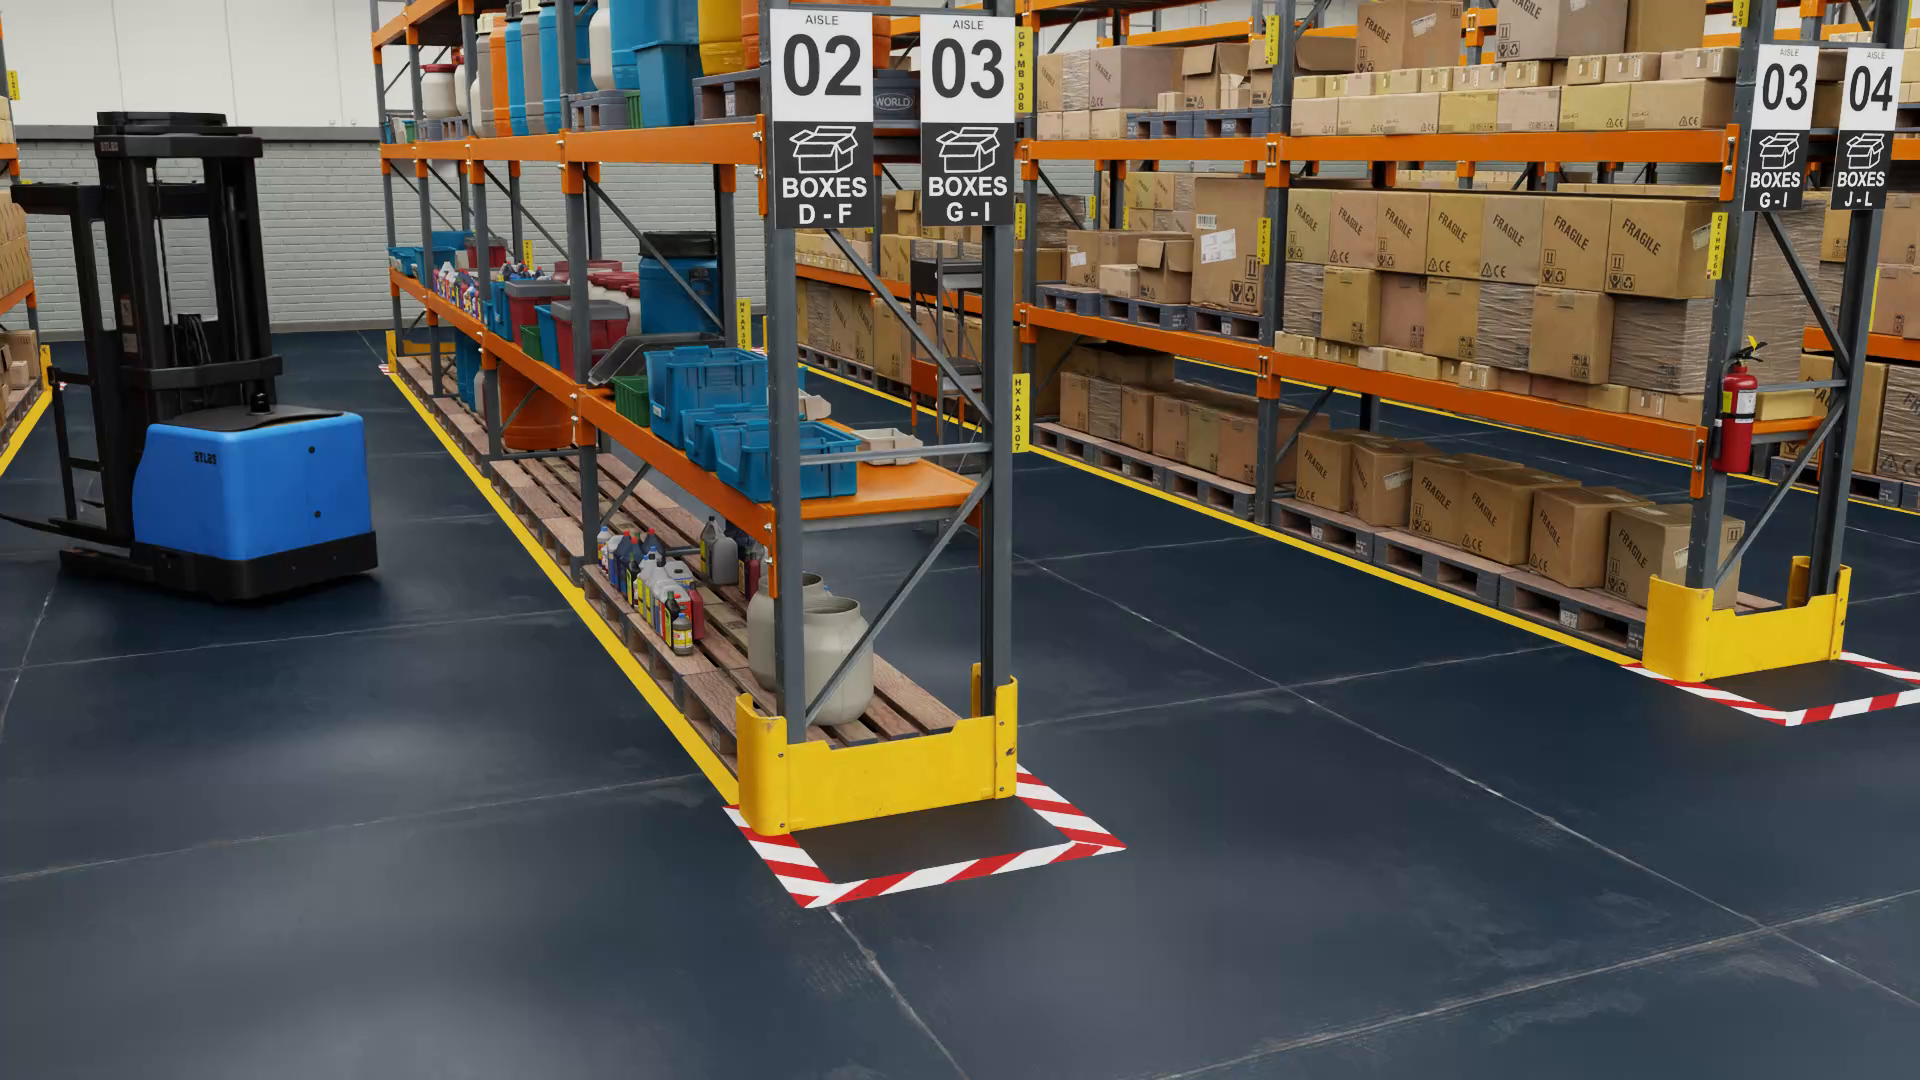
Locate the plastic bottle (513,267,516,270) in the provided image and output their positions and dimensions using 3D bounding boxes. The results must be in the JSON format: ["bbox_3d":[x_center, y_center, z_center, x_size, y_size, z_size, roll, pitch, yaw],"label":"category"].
[{"bbox_3d":[-4.473,-2.630,16.855,0.152,0.276,0.135,-6,14,-23],"label":"plastic bottle"}]

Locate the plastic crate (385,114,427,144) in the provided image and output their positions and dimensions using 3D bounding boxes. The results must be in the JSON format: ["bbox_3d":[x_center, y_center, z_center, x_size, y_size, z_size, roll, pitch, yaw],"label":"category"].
[{"bbox_3d":[-6.315,-4.735,19.161,0.504,0.338,0.767,-6,14,-23],"label":"plastic crate"}]

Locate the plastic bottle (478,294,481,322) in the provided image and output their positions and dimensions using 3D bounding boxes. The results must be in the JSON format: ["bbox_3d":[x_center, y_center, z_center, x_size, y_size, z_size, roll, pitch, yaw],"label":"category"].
[{"bbox_3d":[-4.024,-1.980,14.030,0.061,0.283,0.133,-6,14,-23],"label":"plastic bottle"}]

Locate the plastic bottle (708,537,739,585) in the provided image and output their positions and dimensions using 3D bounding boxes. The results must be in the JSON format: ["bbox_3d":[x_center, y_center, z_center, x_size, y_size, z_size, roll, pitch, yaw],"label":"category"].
[{"bbox_3d":[-1.395,0.113,9.795,0.152,0.276,0.135,-6,14,-23],"label":"plastic bottle"}]

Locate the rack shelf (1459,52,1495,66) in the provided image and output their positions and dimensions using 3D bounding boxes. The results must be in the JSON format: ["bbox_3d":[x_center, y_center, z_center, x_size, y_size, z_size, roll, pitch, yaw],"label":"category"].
[{"bbox_3d":[7.744,-6.951,24.429,1.077,0.370,4.000,-6,14,-23],"label":"rack shelf"}]

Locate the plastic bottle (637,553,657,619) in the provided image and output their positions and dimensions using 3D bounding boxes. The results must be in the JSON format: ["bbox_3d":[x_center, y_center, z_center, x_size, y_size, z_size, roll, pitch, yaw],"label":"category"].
[{"bbox_3d":[-1.679,0.242,9.070,0.144,0.351,0.185,-6,14,-23],"label":"plastic bottle"}]

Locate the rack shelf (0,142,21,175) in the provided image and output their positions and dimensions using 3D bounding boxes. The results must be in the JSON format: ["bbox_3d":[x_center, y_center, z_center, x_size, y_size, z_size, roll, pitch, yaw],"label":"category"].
[{"bbox_3d":[-10.414,-3.895,16.992,1.077,0.370,4.000,-6,14,-23],"label":"rack shelf"}]

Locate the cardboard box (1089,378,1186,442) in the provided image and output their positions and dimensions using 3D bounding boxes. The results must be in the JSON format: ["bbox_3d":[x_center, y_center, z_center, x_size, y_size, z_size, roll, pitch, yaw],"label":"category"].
[{"bbox_3d":[1.588,-1.185,14.907,0.700,0.500,0.500,-7,15,-28],"label":"cardboard box"}]

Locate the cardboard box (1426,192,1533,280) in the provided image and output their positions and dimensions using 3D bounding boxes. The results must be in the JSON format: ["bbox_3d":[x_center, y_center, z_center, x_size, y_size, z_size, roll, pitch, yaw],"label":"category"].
[{"bbox_3d":[3.229,-1.869,10.192,0.500,0.500,0.500,-6,14,-23],"label":"cardboard box"}]

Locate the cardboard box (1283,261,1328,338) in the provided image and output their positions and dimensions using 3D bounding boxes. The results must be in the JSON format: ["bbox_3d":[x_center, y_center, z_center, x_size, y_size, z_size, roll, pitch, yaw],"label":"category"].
[{"bbox_3d":[2.793,-1.708,11.714,0.875,0.500,0.500,-6,14,-23],"label":"cardboard box"}]

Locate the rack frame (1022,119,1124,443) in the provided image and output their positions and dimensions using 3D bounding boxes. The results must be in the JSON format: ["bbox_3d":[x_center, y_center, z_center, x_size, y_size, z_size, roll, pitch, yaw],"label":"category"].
[{"bbox_3d":[1.067,-2.439,15.755,1.000,3.000,0.127,-6,14,-23],"label":"rack frame"}]

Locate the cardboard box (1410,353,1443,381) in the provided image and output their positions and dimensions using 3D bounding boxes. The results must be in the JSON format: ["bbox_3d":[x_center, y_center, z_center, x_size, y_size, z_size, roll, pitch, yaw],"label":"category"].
[{"bbox_3d":[3.093,-1.110,10.570,0.380,0.149,0.250,-6,14,-23],"label":"cardboard box"}]

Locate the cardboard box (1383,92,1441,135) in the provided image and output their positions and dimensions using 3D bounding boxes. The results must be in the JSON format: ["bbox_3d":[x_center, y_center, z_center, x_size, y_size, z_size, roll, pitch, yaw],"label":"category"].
[{"bbox_3d":[3.021,-2.672,10.444,0.500,0.250,0.500,-6,14,-25],"label":"cardboard box"}]

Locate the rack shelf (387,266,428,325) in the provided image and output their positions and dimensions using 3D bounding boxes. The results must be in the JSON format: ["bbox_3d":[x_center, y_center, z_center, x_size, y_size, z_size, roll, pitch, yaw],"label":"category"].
[{"bbox_3d":[-5.874,-2.881,19.260,1.077,0.370,4.000,-6,14,-23],"label":"rack shelf"}]

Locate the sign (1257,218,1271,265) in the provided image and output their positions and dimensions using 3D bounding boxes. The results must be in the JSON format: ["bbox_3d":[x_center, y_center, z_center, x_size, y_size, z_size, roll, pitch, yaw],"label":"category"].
[{"bbox_3d":[2.163,-2.126,11.834,0.100,0.325,0.005,-6,14,-23],"label":"sign"}]

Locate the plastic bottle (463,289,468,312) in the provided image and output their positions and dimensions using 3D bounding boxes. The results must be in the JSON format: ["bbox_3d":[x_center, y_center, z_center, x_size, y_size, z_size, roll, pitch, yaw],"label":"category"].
[{"bbox_3d":[-4.419,-2.154,14.964,0.097,0.201,0.097,0,13,0],"label":"plastic bottle"}]

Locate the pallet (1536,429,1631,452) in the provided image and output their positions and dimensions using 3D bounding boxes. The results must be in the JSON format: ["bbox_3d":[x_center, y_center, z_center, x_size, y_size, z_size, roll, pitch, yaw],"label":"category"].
[{"bbox_3d":[6.384,-1.086,16.095,1.003,0.211,1.213,-6,14,-23],"label":"pallet"}]

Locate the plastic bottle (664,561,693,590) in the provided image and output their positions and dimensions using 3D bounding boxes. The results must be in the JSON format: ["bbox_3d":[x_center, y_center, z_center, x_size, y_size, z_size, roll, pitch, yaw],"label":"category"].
[{"bbox_3d":[-1.554,0.260,9.159,0.152,0.276,0.135,-6,14,-23],"label":"plastic bottle"}]

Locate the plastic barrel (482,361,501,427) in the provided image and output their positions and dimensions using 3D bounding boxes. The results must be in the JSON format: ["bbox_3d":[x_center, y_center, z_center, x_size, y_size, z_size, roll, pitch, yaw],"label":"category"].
[{"bbox_3d":[-4.135,-1.354,15.485,0.600,0.588,0.708,-6,14,-23],"label":"plastic barrel"}]

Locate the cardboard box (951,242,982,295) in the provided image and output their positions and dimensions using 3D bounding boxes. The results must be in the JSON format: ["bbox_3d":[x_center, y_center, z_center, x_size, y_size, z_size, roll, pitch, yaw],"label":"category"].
[{"bbox_3d":[0.237,-2.778,16.998,0.500,0.500,0.500,-6,14,-25],"label":"cardboard box"}]

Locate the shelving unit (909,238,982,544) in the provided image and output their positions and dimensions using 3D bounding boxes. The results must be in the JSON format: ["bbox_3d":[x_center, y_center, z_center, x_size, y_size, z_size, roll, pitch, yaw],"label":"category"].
[{"bbox_3d":[-0.066,-1.057,11.781,0.431,2.100,0.503,-6,14,-23],"label":"shelving unit"}]

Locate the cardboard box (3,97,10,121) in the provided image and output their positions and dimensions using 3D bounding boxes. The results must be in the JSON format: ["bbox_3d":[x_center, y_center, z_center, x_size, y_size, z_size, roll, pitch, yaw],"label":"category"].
[{"bbox_3d":[-10.776,-4.746,18.297,0.500,0.250,0.500,-6,14,-23],"label":"cardboard box"}]

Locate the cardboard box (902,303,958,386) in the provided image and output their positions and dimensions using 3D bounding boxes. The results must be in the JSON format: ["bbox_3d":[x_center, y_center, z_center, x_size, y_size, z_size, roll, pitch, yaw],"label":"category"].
[{"bbox_3d":[0.099,-2.120,18.157,1.225,0.875,0.875,-6,14,-25],"label":"cardboard box"}]

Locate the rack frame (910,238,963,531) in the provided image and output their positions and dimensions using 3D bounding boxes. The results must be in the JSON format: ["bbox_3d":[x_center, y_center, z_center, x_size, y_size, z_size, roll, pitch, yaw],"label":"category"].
[{"bbox_3d":[-0.164,-1.108,11.999,0.400,2.100,0.015,-6,14,-23],"label":"rack frame"}]

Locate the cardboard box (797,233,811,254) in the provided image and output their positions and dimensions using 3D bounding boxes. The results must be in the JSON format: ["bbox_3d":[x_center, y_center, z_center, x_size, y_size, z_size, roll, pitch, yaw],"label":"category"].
[{"bbox_3d":[-1.780,-3.829,21.435,0.500,0.250,0.500,-6,14,-25],"label":"cardboard box"}]

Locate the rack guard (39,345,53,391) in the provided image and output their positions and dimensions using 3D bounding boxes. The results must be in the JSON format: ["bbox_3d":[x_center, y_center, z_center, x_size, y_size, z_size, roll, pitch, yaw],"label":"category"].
[{"bbox_3d":[-11.185,-1.964,19.248,1.175,0.500,0.348,-6,14,-23],"label":"rack guard"}]

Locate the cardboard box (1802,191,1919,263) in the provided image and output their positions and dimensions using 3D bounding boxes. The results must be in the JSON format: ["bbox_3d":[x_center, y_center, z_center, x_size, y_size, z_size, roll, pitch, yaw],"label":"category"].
[{"bbox_3d":[7.371,-2.559,13.549,0.875,0.550,0.550,-6,14,-23],"label":"cardboard box"}]

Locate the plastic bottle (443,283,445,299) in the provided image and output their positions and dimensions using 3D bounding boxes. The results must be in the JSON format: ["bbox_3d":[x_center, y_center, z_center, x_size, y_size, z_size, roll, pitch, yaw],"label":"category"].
[{"bbox_3d":[-4.991,-2.449,16.239,0.097,0.201,0.097,0,13,0],"label":"plastic bottle"}]

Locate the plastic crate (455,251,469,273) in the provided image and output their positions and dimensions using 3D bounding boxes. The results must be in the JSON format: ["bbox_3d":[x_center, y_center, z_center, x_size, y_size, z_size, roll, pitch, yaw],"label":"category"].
[{"bbox_3d":[-5.516,-3.122,18.835,0.437,0.282,0.530,-6,14,-23],"label":"plastic crate"}]

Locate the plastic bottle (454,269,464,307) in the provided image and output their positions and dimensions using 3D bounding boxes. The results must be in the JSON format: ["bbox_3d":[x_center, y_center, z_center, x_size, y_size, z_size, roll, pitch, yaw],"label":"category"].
[{"bbox_3d":[-4.635,-2.351,15.485,0.144,0.351,0.185,-6,14,-23],"label":"plastic bottle"}]

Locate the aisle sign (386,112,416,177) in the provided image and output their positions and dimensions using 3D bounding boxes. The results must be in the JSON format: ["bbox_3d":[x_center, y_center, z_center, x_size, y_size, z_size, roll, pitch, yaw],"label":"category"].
[{"bbox_3d":[-6.976,-4.899,20.619,0.394,0.787,0.004,-6,14,-23],"label":"aisle sign"}]

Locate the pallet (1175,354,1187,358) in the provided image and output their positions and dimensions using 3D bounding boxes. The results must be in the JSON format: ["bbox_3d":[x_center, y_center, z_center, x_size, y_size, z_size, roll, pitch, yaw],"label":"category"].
[{"bbox_3d":[3.256,-2.722,23.162,1.003,0.211,1.213,-6,14,-23],"label":"pallet"}]

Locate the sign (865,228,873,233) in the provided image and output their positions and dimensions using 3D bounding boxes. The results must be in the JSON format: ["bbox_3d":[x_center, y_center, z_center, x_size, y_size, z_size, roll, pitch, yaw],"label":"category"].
[{"bbox_3d":[-1.043,-3.675,19.001,0.100,0.325,0.005,-6,14,-23],"label":"sign"}]

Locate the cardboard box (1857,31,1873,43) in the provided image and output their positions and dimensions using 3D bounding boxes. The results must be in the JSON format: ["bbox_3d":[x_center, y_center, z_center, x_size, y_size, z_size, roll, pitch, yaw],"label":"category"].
[{"bbox_3d":[7.193,-3.862,12.887,0.380,0.149,0.250,-6,14,-23],"label":"cardboard box"}]

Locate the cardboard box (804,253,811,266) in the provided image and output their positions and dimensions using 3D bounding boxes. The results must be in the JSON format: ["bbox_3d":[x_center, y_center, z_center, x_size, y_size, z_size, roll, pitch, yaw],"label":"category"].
[{"bbox_3d":[-1.780,-3.601,21.332,0.380,0.149,0.250,-6,14,-24],"label":"cardboard box"}]

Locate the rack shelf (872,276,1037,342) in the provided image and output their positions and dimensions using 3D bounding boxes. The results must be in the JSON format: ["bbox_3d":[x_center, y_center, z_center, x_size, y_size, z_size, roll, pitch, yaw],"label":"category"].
[{"bbox_3d":[0.266,-2.502,17.622,1.077,0.370,4.000,-6,14,-23],"label":"rack shelf"}]

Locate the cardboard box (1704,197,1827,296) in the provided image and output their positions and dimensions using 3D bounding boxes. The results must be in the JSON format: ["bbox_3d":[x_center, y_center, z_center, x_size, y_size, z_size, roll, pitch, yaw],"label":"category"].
[{"bbox_3d":[4.301,-1.605,9.054,0.500,0.500,0.500,-6,14,-23],"label":"cardboard box"}]

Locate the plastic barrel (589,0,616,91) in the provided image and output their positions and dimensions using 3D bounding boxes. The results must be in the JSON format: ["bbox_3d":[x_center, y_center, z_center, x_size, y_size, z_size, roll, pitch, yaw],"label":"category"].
[{"bbox_3d":[-1.876,-2.779,9.392,0.421,0.512,0.421,0,13,0],"label":"plastic barrel"}]

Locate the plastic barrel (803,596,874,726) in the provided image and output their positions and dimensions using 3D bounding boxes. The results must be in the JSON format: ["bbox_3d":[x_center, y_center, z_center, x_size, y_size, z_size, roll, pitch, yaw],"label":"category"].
[{"bbox_3d":[-0.600,0.540,7.472,0.421,0.512,0.421,0,13,0],"label":"plastic barrel"}]

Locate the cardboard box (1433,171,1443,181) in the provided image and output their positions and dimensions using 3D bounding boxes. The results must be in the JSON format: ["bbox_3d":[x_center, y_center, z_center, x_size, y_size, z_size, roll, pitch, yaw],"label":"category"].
[{"bbox_3d":[7.338,-5.471,24.978,0.380,0.149,0.250,-5,14,-22],"label":"cardboard box"}]

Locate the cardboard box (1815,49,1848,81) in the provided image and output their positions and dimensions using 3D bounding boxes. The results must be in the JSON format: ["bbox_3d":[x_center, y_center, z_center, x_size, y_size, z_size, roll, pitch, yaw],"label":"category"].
[{"bbox_3d":[4.374,-2.446,8.584,0.380,0.149,0.250,-6,14,-23],"label":"cardboard box"}]

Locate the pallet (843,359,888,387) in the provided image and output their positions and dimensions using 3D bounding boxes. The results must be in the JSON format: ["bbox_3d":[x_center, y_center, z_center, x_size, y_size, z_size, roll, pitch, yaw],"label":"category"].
[{"bbox_3d":[-0.768,-2.071,20.350,1.003,0.211,1.213,-6,14,-23],"label":"pallet"}]

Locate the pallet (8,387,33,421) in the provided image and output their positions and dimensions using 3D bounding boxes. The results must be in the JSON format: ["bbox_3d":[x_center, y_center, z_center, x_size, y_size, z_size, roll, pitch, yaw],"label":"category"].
[{"bbox_3d":[-10.380,-1.407,17.482,1.003,0.211,1.213,-6,14,-23],"label":"pallet"}]

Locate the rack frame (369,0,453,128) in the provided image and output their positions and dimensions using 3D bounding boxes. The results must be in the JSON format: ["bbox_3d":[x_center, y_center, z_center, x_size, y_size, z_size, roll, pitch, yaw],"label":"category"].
[{"bbox_3d":[-6.675,-6.567,20.287,1.000,3.000,0.127,-6,14,-23],"label":"rack frame"}]

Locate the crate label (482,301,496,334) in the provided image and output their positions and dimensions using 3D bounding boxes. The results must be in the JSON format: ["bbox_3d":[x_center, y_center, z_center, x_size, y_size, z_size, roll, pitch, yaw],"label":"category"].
[{"bbox_3d":[-3.645,-1.789,13.319,0.303,0.233,0.416,-6,14,-23],"label":"crate label"}]

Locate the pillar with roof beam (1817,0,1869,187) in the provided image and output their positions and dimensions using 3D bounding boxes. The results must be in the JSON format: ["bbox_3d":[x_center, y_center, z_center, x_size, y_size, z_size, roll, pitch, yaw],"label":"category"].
[{"bbox_3d":[9.694,-7.369,23.751,9.100,9.000,0.400,-6,14,-23],"label":"pillar with roof beam"}]

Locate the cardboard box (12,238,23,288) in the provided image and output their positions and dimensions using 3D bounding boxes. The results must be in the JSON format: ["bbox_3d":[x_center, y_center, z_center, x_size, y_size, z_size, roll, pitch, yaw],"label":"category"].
[{"bbox_3d":[-10.381,-2.968,17.820,0.500,0.500,0.500,-6,14,-23],"label":"cardboard box"}]

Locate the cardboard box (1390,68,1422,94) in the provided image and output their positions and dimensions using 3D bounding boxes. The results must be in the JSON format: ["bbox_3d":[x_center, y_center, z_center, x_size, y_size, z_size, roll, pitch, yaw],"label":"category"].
[{"bbox_3d":[2.940,-2.884,10.472,0.380,0.149,0.250,-6,14,-24],"label":"cardboard box"}]

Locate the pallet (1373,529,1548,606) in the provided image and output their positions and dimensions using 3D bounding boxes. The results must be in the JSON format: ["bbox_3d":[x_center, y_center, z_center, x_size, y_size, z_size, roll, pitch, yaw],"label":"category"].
[{"bbox_3d":[3.464,0.134,10.823,1.003,0.211,1.213,-6,14,-23],"label":"pallet"}]

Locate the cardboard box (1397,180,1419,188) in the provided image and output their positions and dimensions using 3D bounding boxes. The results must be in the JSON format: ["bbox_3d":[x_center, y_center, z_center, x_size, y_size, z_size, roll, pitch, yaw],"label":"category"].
[{"bbox_3d":[7.088,-5.292,25.642,0.500,0.500,0.500,-6,14,-24],"label":"cardboard box"}]

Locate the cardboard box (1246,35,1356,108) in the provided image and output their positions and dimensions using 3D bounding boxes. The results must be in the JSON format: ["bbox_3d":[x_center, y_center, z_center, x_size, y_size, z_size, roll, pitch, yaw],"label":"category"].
[{"bbox_3d":[2.572,-3.435,12.246,0.797,0.503,0.637,-6,14,-26],"label":"cardboard box"}]

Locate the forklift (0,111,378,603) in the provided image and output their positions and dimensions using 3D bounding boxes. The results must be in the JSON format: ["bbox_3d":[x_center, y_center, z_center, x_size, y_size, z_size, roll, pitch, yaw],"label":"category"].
[{"bbox_3d":[-5.302,-1.273,10.868,3.031,2.935,1.130,8,15,31],"label":"forklift"}]

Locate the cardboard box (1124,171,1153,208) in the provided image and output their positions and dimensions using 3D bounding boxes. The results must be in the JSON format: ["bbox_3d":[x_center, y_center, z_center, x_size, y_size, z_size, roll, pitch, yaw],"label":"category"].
[{"bbox_3d":[2.593,-4.979,23.632,0.500,0.500,0.500,-5,14,-21],"label":"cardboard box"}]
